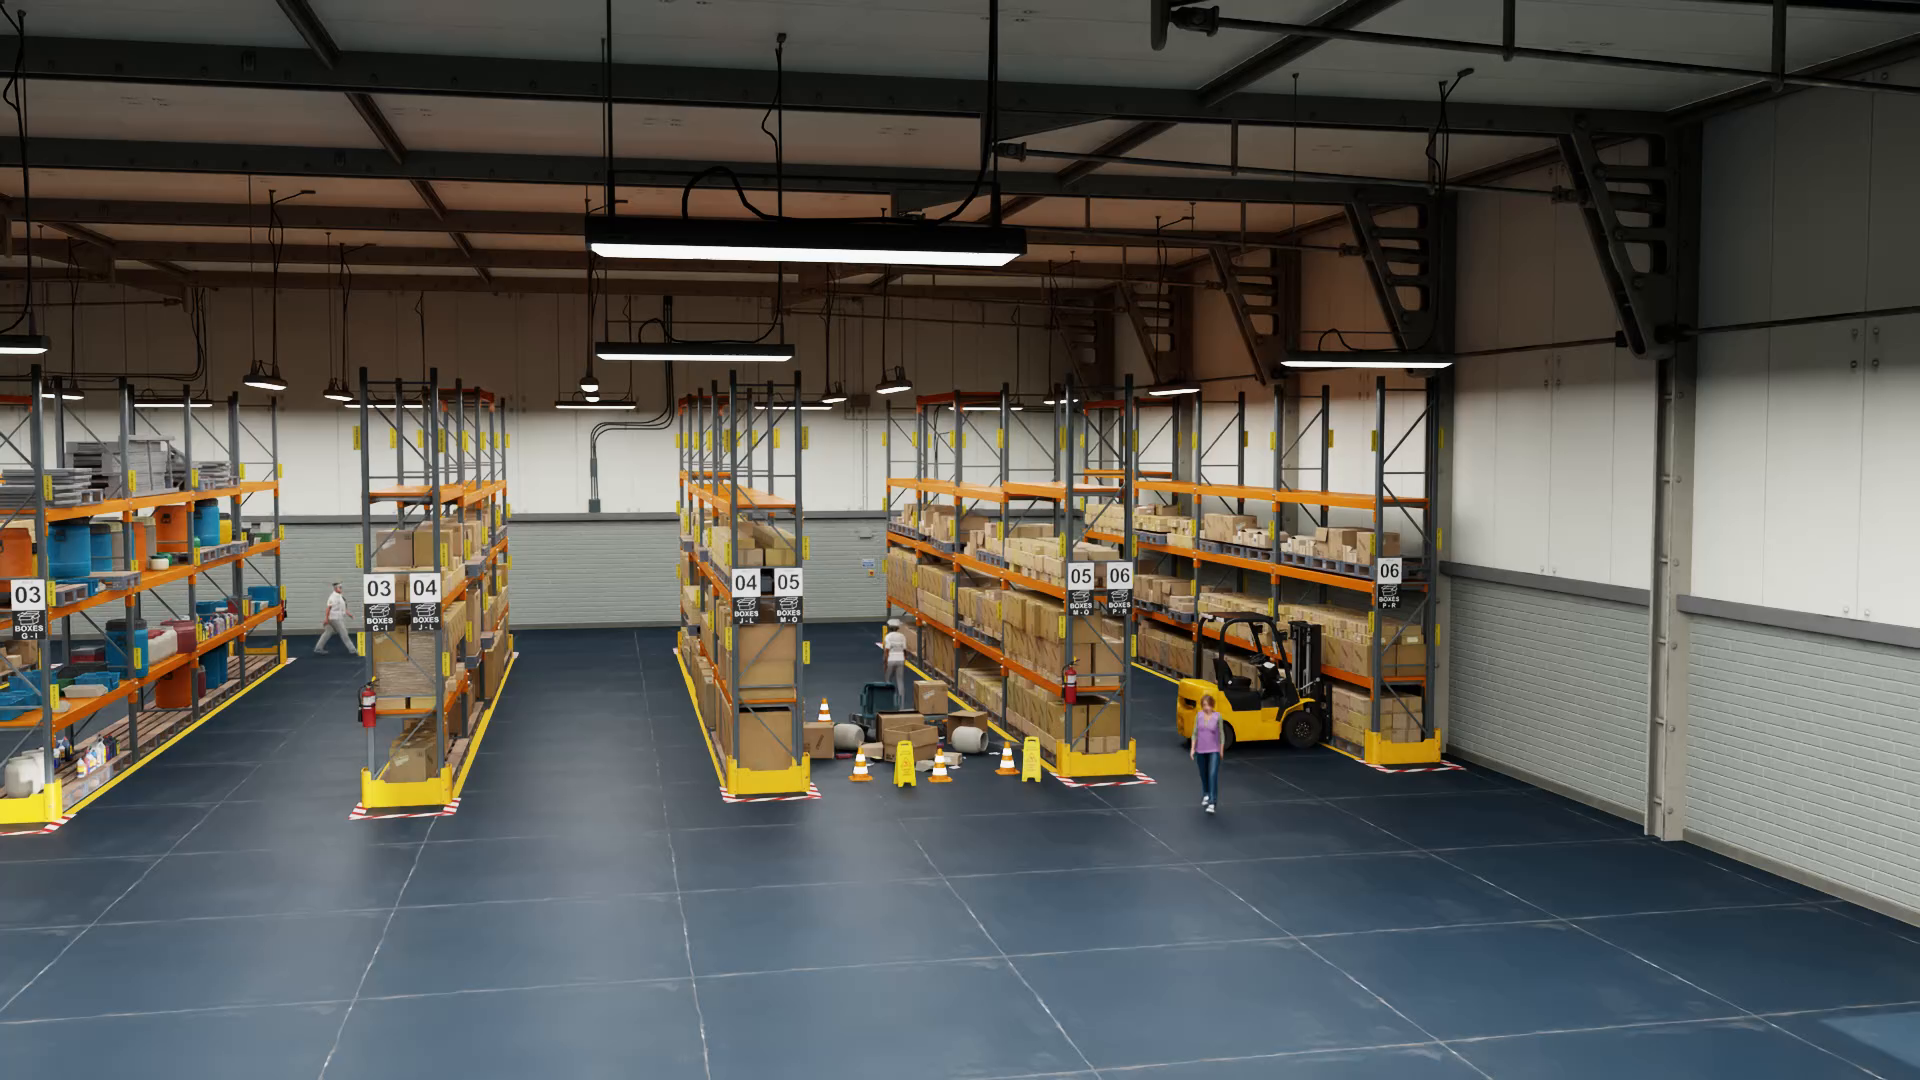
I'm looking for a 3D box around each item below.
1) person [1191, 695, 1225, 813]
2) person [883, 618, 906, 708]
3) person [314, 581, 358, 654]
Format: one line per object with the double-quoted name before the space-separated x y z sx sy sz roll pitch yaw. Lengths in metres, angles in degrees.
"person" 3.363 2.894 22.534 0.421 1.524 0.803 2 4 29
"person" -1.219 2.328 31.129 0.489 1.722 0.687 -2 4 -24
"person" -14.549 1.812 38.922 1.108 1.680 0.522 -1 4 -15
